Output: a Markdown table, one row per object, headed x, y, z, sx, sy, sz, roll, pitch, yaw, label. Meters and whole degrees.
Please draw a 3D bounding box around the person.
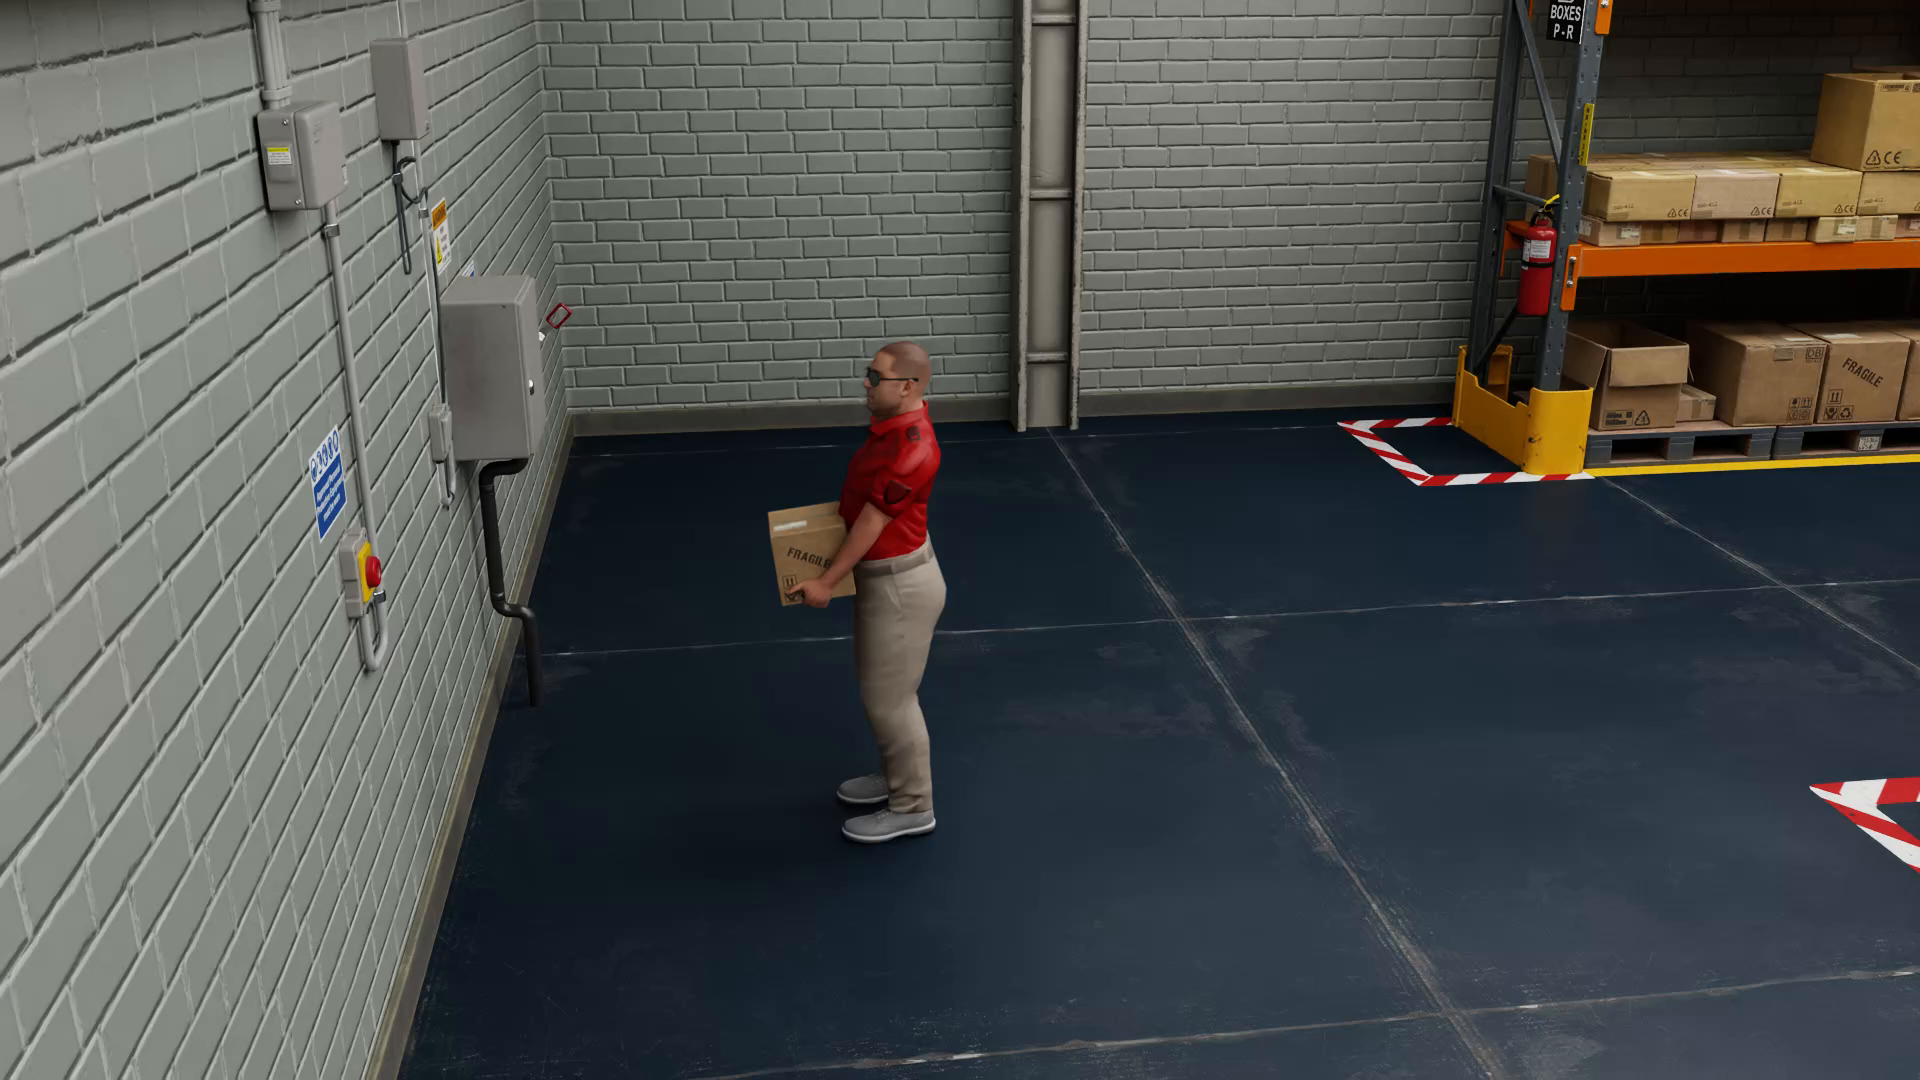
| x | y | z | sx | sy | sz | roll | pitch | yaw | label |
| --- | --- | --- | --- | --- | --- | --- | --- | --- | --- |
| -0.321 | 0.179 | 5.619 | 0.540 | 1.722 | 0.490 | -3 | 20 | -7 | person |
